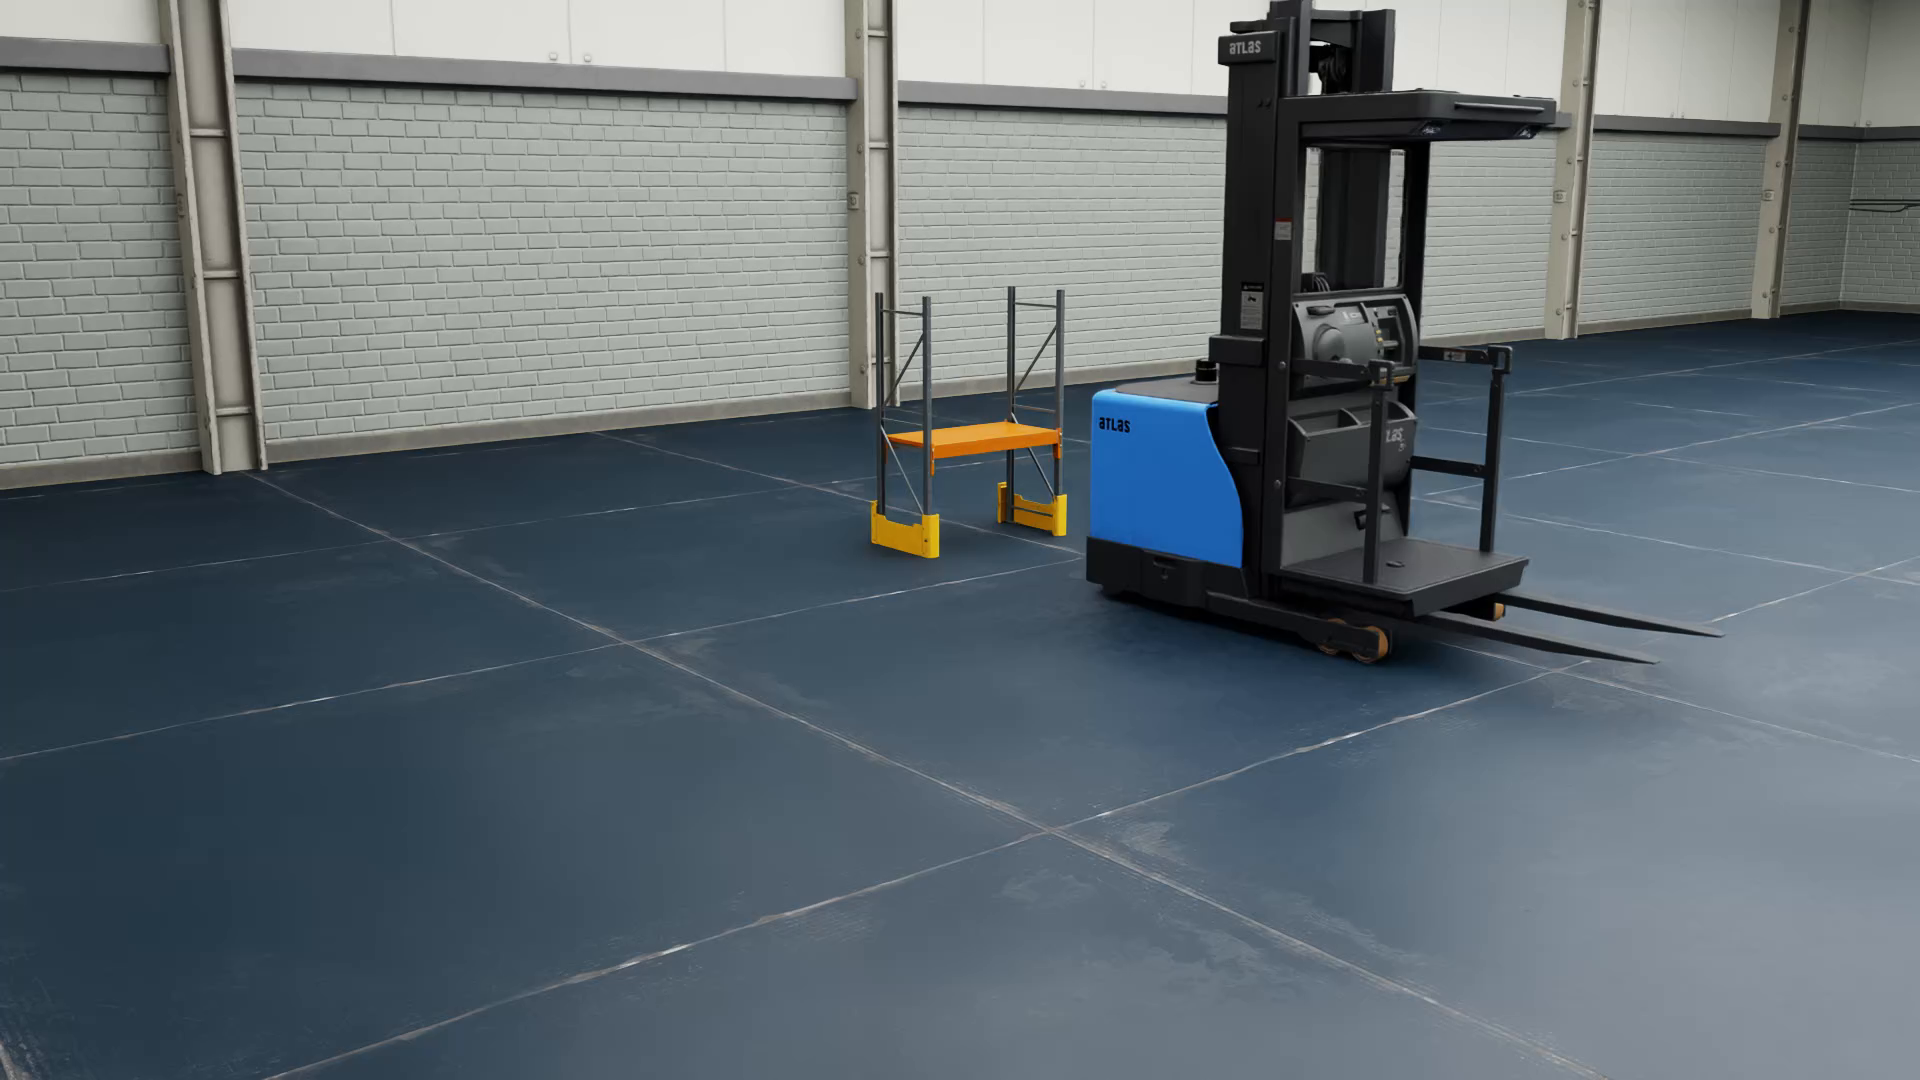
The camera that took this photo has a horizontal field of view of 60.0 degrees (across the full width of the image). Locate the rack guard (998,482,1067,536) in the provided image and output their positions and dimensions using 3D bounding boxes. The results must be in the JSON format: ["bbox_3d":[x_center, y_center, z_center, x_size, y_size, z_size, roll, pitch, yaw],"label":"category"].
[{"bbox_3d":[0.448,-0.197,10.454,0.087,0.250,0.587,-9,15,-38],"label":"rack guard"}]

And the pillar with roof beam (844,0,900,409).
[{"bbox_3d":[1.855,-5.021,12.108,0.400,9.000,9.100,-9,15,-38],"label":"pillar with roof beam"}]

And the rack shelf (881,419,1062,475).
[{"bbox_3d":[0.067,-0.569,10.062,1.000,0.185,0.538,-9,15,-38],"label":"rack shelf"}]

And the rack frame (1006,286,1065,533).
[{"bbox_3d":[0.464,-0.811,10.336,0.032,1.500,0.500,-9,15,-38],"label":"rack frame"}]

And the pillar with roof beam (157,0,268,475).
[{"bbox_3d":[-2.830,-4.242,8.442,0.400,9.000,9.100,-9,15,-38],"label":"pillar with roof beam"}]

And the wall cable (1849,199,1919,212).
[{"bbox_3d":[16.347,-6.703,27.509,0.112,2.526,3.097,-9,15,-38],"label":"wall cable"}]

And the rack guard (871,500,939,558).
[{"bbox_3d":[-0.329,-0.068,9.845,0.087,0.250,0.587,-9,15,-38],"label":"rack guard"}]

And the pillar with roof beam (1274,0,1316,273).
[{"bbox_3d":[6.540,-5.799,15.775,0.400,9.000,9.100,-9,15,-38],"label":"pillar with roof beam"}]

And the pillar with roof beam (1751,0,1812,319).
[{"bbox_3d":[15.910,-7.356,23.108,0.400,9.000,9.100,-9,15,-38],"label":"pillar with roof beam"}]

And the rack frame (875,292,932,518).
[{"bbox_3d":[-0.330,-0.679,9.714,0.032,1.500,0.500,-9,15,-38],"label":"rack frame"}]

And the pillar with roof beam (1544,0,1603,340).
[{"bbox_3d":[11.225,-6.578,19.441,0.400,9.000,9.100,-9,15,-38],"label":"pillar with roof beam"}]

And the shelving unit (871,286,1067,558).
[{"bbox_3d":[0.060,-0.744,10.020,1.083,1.500,0.587,-9,15,-38],"label":"shelving unit"}]

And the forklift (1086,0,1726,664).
[{"bbox_3d":[2.031,-0.997,7.769,1.130,2.935,3.031,-11,16,-41],"label":"forklift"}]
